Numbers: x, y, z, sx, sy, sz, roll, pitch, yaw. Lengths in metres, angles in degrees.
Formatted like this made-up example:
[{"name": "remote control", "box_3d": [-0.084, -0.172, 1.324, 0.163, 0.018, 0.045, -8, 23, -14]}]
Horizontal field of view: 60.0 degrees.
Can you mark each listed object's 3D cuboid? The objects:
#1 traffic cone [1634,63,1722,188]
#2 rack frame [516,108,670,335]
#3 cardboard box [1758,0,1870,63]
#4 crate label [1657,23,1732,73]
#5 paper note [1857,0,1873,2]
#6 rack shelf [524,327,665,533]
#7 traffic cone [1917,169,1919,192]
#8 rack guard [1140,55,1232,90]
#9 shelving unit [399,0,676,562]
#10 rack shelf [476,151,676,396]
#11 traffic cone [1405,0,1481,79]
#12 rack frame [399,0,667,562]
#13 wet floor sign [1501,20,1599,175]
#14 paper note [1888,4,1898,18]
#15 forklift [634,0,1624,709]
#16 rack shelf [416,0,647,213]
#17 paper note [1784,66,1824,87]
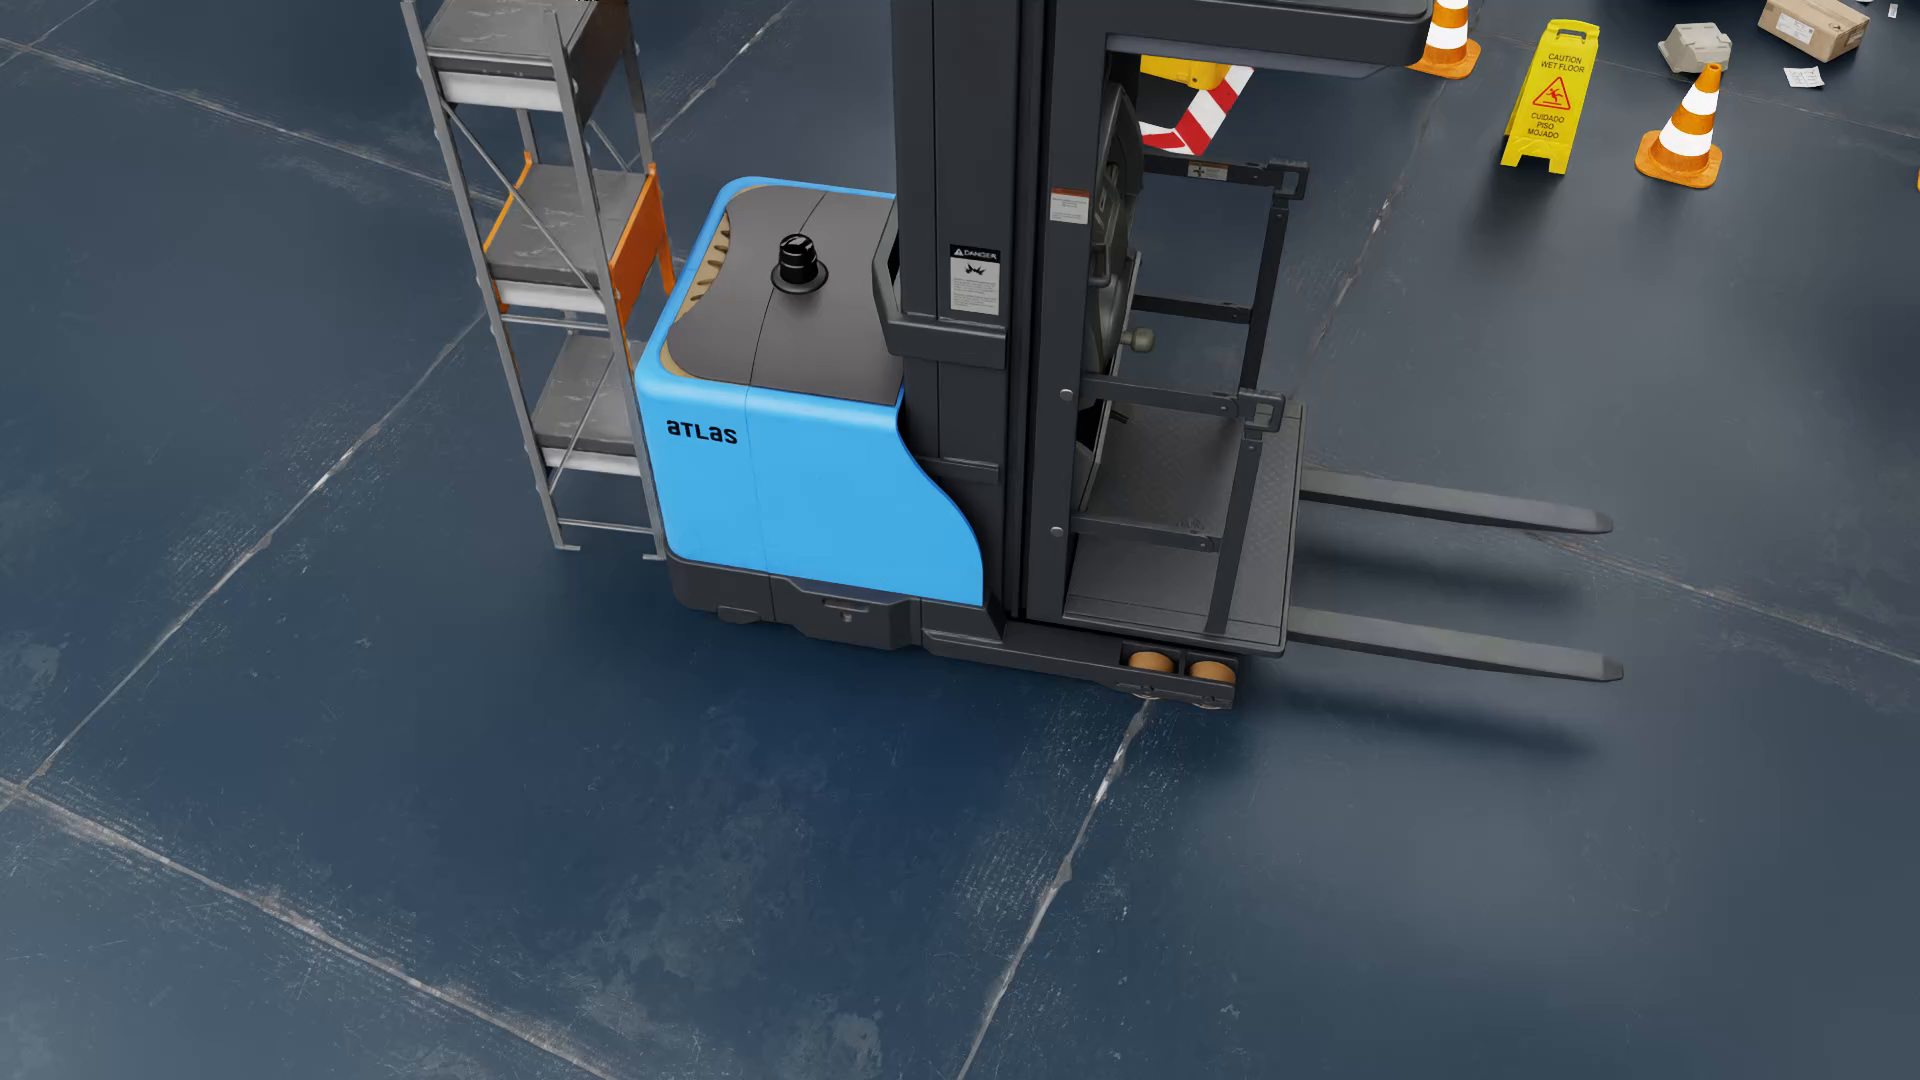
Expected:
[{"name": "traffic cone", "box_3d": [3.081, -1.780, 6.961, 0.336, 0.463, 0.334, 20, 52, 16]}, {"name": "rack frame", "box_3d": [-1.121, -1.004, 5.225, 0.400, 2.100, 0.015, 6, 50, 6]}, {"name": "cardboard box", "box_3d": [3.946, -2.395, 7.690, 0.250, 0.149, 0.380, -28, 55, -22]}, {"name": "crate label", "box_3d": [3.361, -2.236, 7.563, 0.250, 0.136, 0.298, -4, 50, -3]}, {"name": "paper note", "box_3d": [4.316, -2.628, 7.974, 0.142, 0.019, 0.148, -37, 59, -27]}, {"name": "rack shelf", "box_3d": [-1.157, -0.355, 5.608, 0.431, 0.518, 0.480, 6, 50, 6]}, {"name": "traffic cone", "box_3d": [4.230, -1.653, 6.853, 0.336, 0.463, 0.334, 20, 52, 16]}, {"name": "rack guard", "box_3d": [0.684, -2.474, 7.527, 1.175, 0.500, 0.348, 20, 52, 16]}, {"name": "shelving unit", "box_3d": [-1.157, -0.821, 5.067, 0.431, 2.100, 0.503, 6, 50, 6]}, {"name": "rack shelf", "box_3d": [-1.157, -0.812, 5.078, 0.431, 0.518, 0.480, 6, 50, 6]}, {"name": "traffic cone", "box_3d": [2.205, -2.382, 7.473, 0.336, 0.463, 0.334, 20, 52, 16]}, {"name": "rack frame", "box_3d": [-1.193, -0.638, 4.910, 0.400, 2.100, 0.015, 6, 50, 6]}, {"name": "wet floor sign", "box_3d": [2.472, -1.873, 6.920, 0.267, 0.644, 0.232, 12, 51, 10]}, {"name": "paper note", "box_3d": [4.420, -2.508, 7.877, 0.032, 0.001, 0.123, 20, 52, 16]}, {"name": "forklift", "box_3d": [0.615, -0.856, 4.554, 3.031, 2.935, 1.130, 9, 50, 7]}, {"name": "rack shelf", "box_3d": [-1.158, -1.269, 4.547, 0.431, 0.518, 0.480, 6, 50, 6]}, {"name": "paper note", "box_3d": [3.817, -2.096, 7.513, 0.148, 0.019, 0.142, 4, 50, 3]}]
